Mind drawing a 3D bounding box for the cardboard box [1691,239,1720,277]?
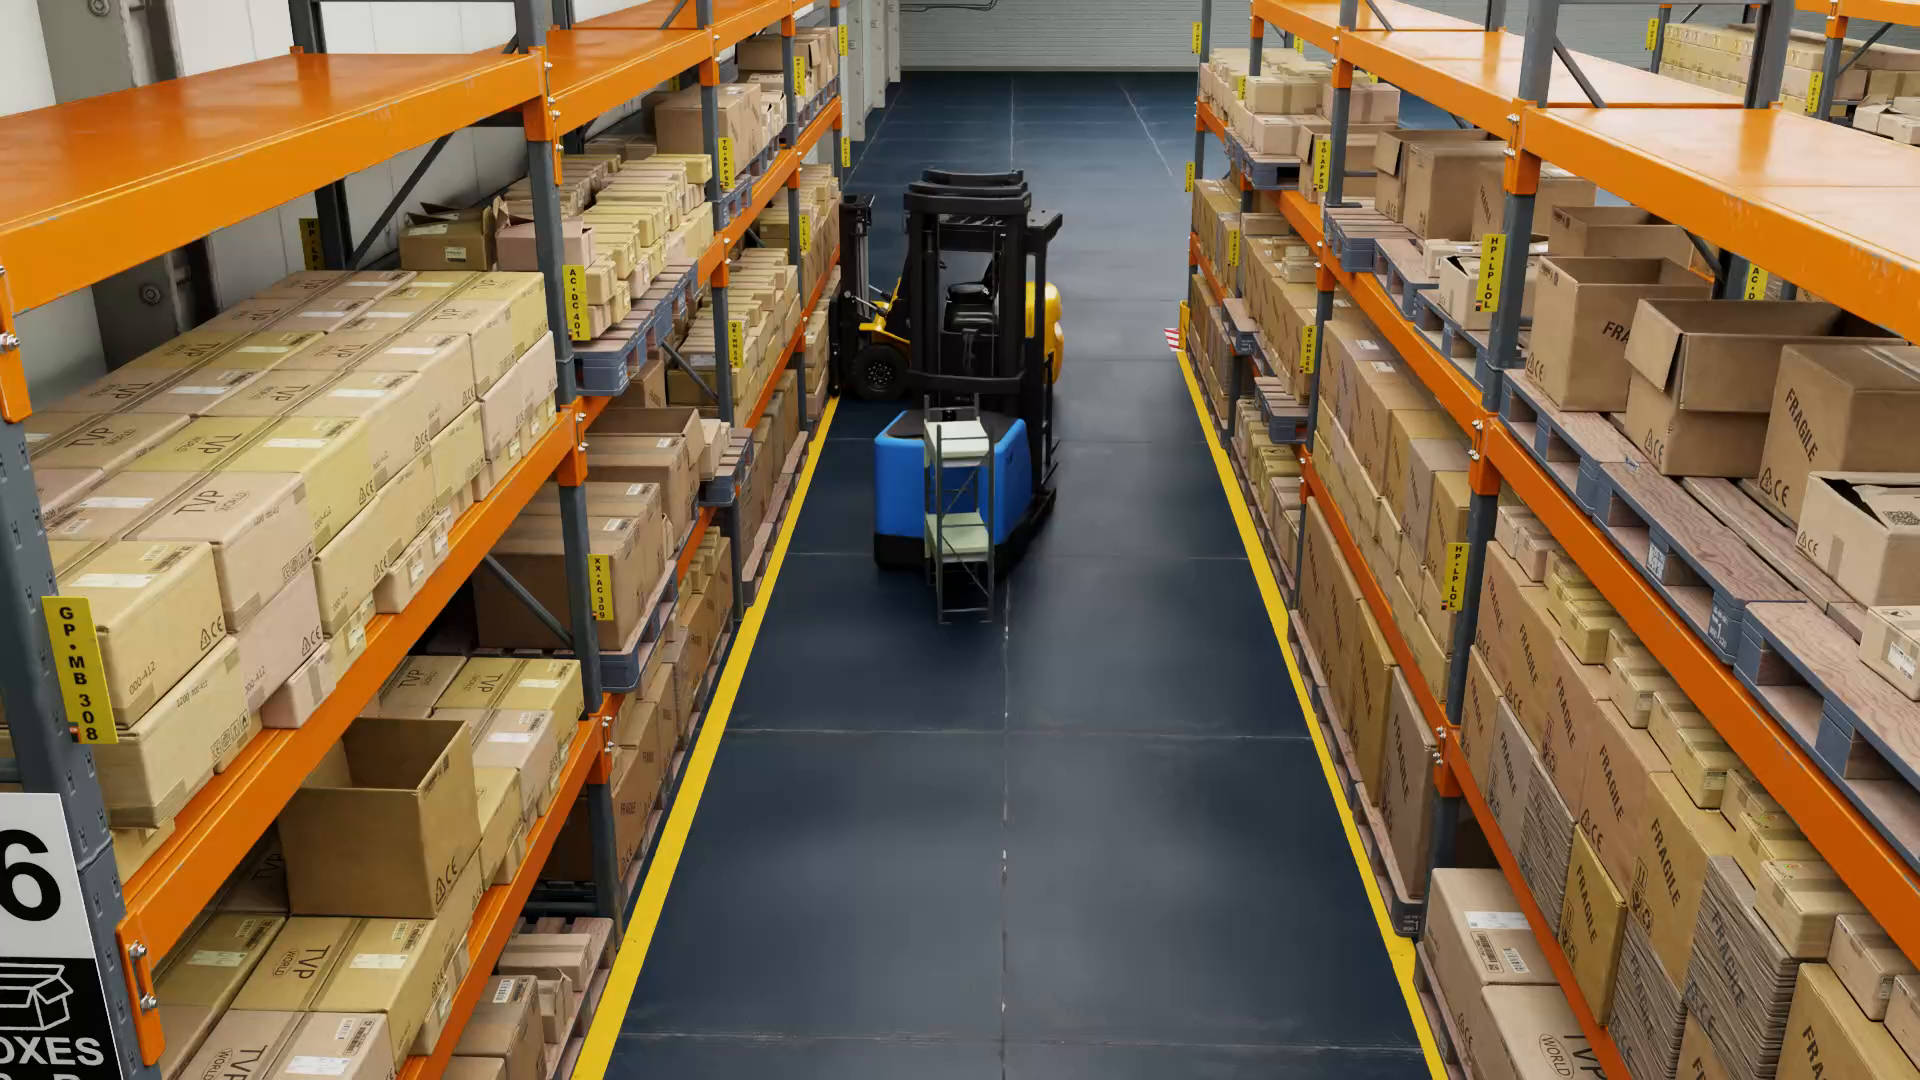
[{"bbox_3d":[8.005,-2.992,16.887,0.875,0.550,0.500,1,21,2],"label":"cardboard box"}]

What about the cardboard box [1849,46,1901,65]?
[{"bbox_3d":[8.327,-4.410,15.128,0.380,0.149,0.250,0,21,1],"label":"cardboard box"}]

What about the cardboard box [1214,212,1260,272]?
[{"bbox_3d":[2.796,-2.944,16.419,0.500,0.500,0.500,1,21,3],"label":"cardboard box"}]

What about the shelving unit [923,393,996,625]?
[{"bbox_3d":[-0.013,-0.230,12.048,0.431,1.500,0.755,-3,21,-7],"label":"shelving unit"}]

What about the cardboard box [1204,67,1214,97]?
[{"bbox_3d":[2.826,-4.774,17.335,0.500,0.250,0.500,0,21,1],"label":"cardboard box"}]

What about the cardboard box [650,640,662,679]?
[{"bbox_3d":[-1.940,0.686,9.593,0.380,0.149,0.250,1,21,4],"label":"cardboard box"}]

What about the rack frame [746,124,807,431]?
[{"bbox_3d":[-1.950,-2.274,15.244,1.000,3.000,0.127,1,21,2],"label":"rack frame"}]

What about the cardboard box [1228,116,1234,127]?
[{"bbox_3d":[2.761,-3.992,15.871,0.380,0.149,0.250,1,21,3],"label":"cardboard box"}]

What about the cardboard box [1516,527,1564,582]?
[{"bbox_3d":[2.507,0.060,6.810,0.380,0.149,0.250,1,21,2],"label":"cardboard box"}]

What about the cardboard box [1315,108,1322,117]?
[{"bbox_3d":[3.118,-3.350,13.495,0.500,0.250,0.500,1,21,2],"label":"cardboard box"}]

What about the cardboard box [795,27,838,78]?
[{"bbox_3d":[-1.599,-5.245,17.897,0.500,0.500,0.500,1,21,3],"label":"cardboard box"}]

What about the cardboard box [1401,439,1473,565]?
[{"bbox_3d":[2.539,-0.193,8.359,0.500,0.500,0.500,1,21,3],"label":"cardboard box"}]

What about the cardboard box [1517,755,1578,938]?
[{"bbox_3d":[2.451,1.153,6.272,0.500,0.500,0.500,1,21,2],"label":"cardboard box"}]

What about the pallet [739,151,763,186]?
[{"bbox_3d":[-2.110,-2.789,12.685,1.003,0.211,1.213,2,21,4],"label":"pallet"}]

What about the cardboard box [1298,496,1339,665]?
[{"bbox_3d":[2.785,0.269,11.046,0.875,0.875,0.875,0,21,1],"label":"cardboard box"}]

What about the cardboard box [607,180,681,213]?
[{"bbox_3d":[-1.821,-1.976,9.572,0.380,0.149,0.250,0,21,0],"label":"cardboard box"}]

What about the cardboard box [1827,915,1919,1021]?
[{"bbox_3d":[2.440,1.078,4.186,0.380,0.149,0.250,1,21,3],"label":"cardboard box"}]

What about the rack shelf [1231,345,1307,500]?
[{"bbox_3d":[2.950,-1.163,13.373,1.077,0.370,4.000,1,21,2],"label":"rack shelf"}]

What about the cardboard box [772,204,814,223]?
[{"bbox_3d":[-1.617,-3.154,16.065,0.380,0.149,0.250,1,21,3],"label":"cardboard box"}]

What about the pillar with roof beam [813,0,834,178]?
[{"bbox_3d":[1.917,-10.567,28.323,9.100,9.000,0.400,1,21,2],"label":"pillar with roof beam"}]

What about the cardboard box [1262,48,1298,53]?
[{"bbox_3d":[3.418,-5.195,17.869,0.380,0.149,0.250,1,21,2],"label":"cardboard box"}]

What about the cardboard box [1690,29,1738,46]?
[{"bbox_3d":[7.731,-5.153,17.043,0.380,0.149,0.250,1,21,2],"label":"cardboard box"}]

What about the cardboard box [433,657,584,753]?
[{"bbox_3d":[-1.966,0.736,7.281,0.500,0.250,0.500,1,21,3],"label":"cardboard box"}]

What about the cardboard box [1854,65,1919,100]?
[{"bbox_3d":[8.257,-4.086,14.845,0.500,0.250,0.500,1,21,2],"label":"cardboard box"}]

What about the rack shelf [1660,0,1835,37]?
[{"bbox_3d":[8.023,-5.201,16.041,1.077,0.370,4.000,1,21,2],"label":"rack shelf"}]

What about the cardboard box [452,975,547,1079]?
[{"bbox_3d":[-2.106,2.130,6.768,0.700,0.500,0.500,0,21,0],"label":"cardboard box"}]

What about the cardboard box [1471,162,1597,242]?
[{"bbox_3d":[3.126,-1.775,9.092,0.500,0.500,0.500,1,21,2],"label":"cardboard box"}]

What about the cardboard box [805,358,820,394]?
[{"bbox_3d":[-1.627,-1.593,16.017,0.500,0.250,0.500,1,21,1],"label":"cardboard box"}]

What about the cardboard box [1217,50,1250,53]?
[{"bbox_3d":[2.926,-5.103,17.632,0.380,0.149,0.250,1,21,1],"label":"cardboard box"}]

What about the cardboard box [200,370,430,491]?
[{"bbox_3d":[-2.010,-0.343,5.226,0.500,0.250,0.500,1,21,3],"label":"cardboard box"}]

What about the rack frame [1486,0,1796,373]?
[{"bbox_3d":[2.768,-2.125,6.567,1.000,3.000,0.127,1,21,2],"label":"rack frame"}]

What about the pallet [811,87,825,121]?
[{"bbox_3d":[-1.911,-4.380,16.647,1.003,0.211,1.213,1,21,2],"label":"pallet"}]

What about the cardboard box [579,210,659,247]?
[{"bbox_3d":[-1.776,-1.614,8.613,0.380,0.149,0.250,1,21,2],"label":"cardboard box"}]

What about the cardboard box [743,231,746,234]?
[{"bbox_3d":[-2.194,-2.971,15.593,0.380,0.149,0.250,0,21,0],"label":"cardboard box"}]

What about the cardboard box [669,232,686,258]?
[{"bbox_3d":[-1.875,-1.606,9.581,0.500,0.250,0.500,1,21,2],"label":"cardboard box"}]

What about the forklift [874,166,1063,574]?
[{"bbox_3d":[0.205,-1.609,13.623,1.130,2.935,3.031,5,22,14],"label":"forklift"}]

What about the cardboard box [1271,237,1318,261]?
[{"bbox_3d":[2.713,-2.345,13.398,0.380,0.149,0.250,2,21,5],"label":"cardboard box"}]

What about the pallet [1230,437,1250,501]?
[{"bbox_3d":[2.989,-0.640,14.886,1.003,0.211,1.213,1,21,2],"label":"pallet"}]

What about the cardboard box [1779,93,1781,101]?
[{"bbox_3d":[7.667,-4.047,15.293,0.380,0.149,0.250,1,21,2],"label":"cardboard box"}]

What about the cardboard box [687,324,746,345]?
[{"bbox_3d":[-1.779,-1.479,12.159,0.380,0.149,0.250,1,21,3],"label":"cardboard box"}]

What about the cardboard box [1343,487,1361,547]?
[{"bbox_3d":[2.603,-0.155,9.990,0.500,0.250,0.500,1,21,3],"label":"cardboard box"}]

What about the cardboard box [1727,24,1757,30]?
[{"bbox_3d":[8.412,-5.419,17.729,0.380,0.149,0.250,1,21,2],"label":"cardboard box"}]

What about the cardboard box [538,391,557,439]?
[{"bbox_3d":[-1.909,-0.530,6.949,0.380,0.149,0.250,0,21,1],"label":"cardboard box"}]

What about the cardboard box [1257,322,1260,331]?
[{"bbox_3d":[2.680,-1.817,13.833,0.380,0.149,0.250,1,21,2],"label":"cardboard box"}]

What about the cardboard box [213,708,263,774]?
[{"bbox_3d":[-2.067,0.483,4.339,0.380,0.149,0.250,1,21,2],"label":"cardboard box"}]

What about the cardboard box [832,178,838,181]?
[{"bbox_3d":[-1.559,-3.941,18.505,0.380,0.149,0.250,1,21,2],"label":"cardboard box"}]

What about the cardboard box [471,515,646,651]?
[{"bbox_3d":[-1.956,0.203,8.140,0.700,0.500,0.500,1,21,3],"label":"cardboard box"}]

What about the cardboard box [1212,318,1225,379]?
[{"bbox_3d":[2.774,-1.885,16.425,0.500,0.500,0.500,1,21,3],"label":"cardboard box"}]

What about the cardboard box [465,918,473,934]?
[{"bbox_3d":[-2.016,1.411,6.093,0.380,0.149,0.250,1,21,1],"label":"cardboard box"}]

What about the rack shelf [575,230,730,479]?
[{"bbox_3d":[-2.133,-1.168,9.240,1.077,0.370,4.000,1,21,2],"label":"rack shelf"}]

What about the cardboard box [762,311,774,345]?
[{"bbox_3d":[-1.774,-1.704,13.290,0.500,0.250,0.500,1,21,2],"label":"cardboard box"}]

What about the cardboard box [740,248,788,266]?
[{"bbox_3d":[-1.739,-2.497,14.784,0.380,0.149,0.250,1,21,3],"label":"cardboard box"}]

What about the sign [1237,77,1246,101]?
[{"bbox_3d":[2.468,-3.864,14.479,0.100,0.325,0.005,1,21,2],"label":"sign"}]

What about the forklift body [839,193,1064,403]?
[{"bbox_3d":[-0.063,-2.619,17.306,2.313,2.155,1.214,1,21,2],"label":"forklift body"}]

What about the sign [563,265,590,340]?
[{"bbox_3d":[-1.651,-1.018,7.145,0.100,0.325,0.005,1,21,2],"label":"sign"}]

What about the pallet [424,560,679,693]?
[{"bbox_3d":[-2.060,0.420,8.565,1.003,0.211,1.213,1,21,2],"label":"pallet"}]

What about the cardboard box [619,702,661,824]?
[{"bbox_3d":[-1.948,1.223,9.106,0.500,0.500,0.500,0,21,1],"label":"cardboard box"}]

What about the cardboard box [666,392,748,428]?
[{"bbox_3d":[-1.814,-0.916,11.950,0.500,0.250,0.500,1,21,2],"label":"cardboard box"}]
